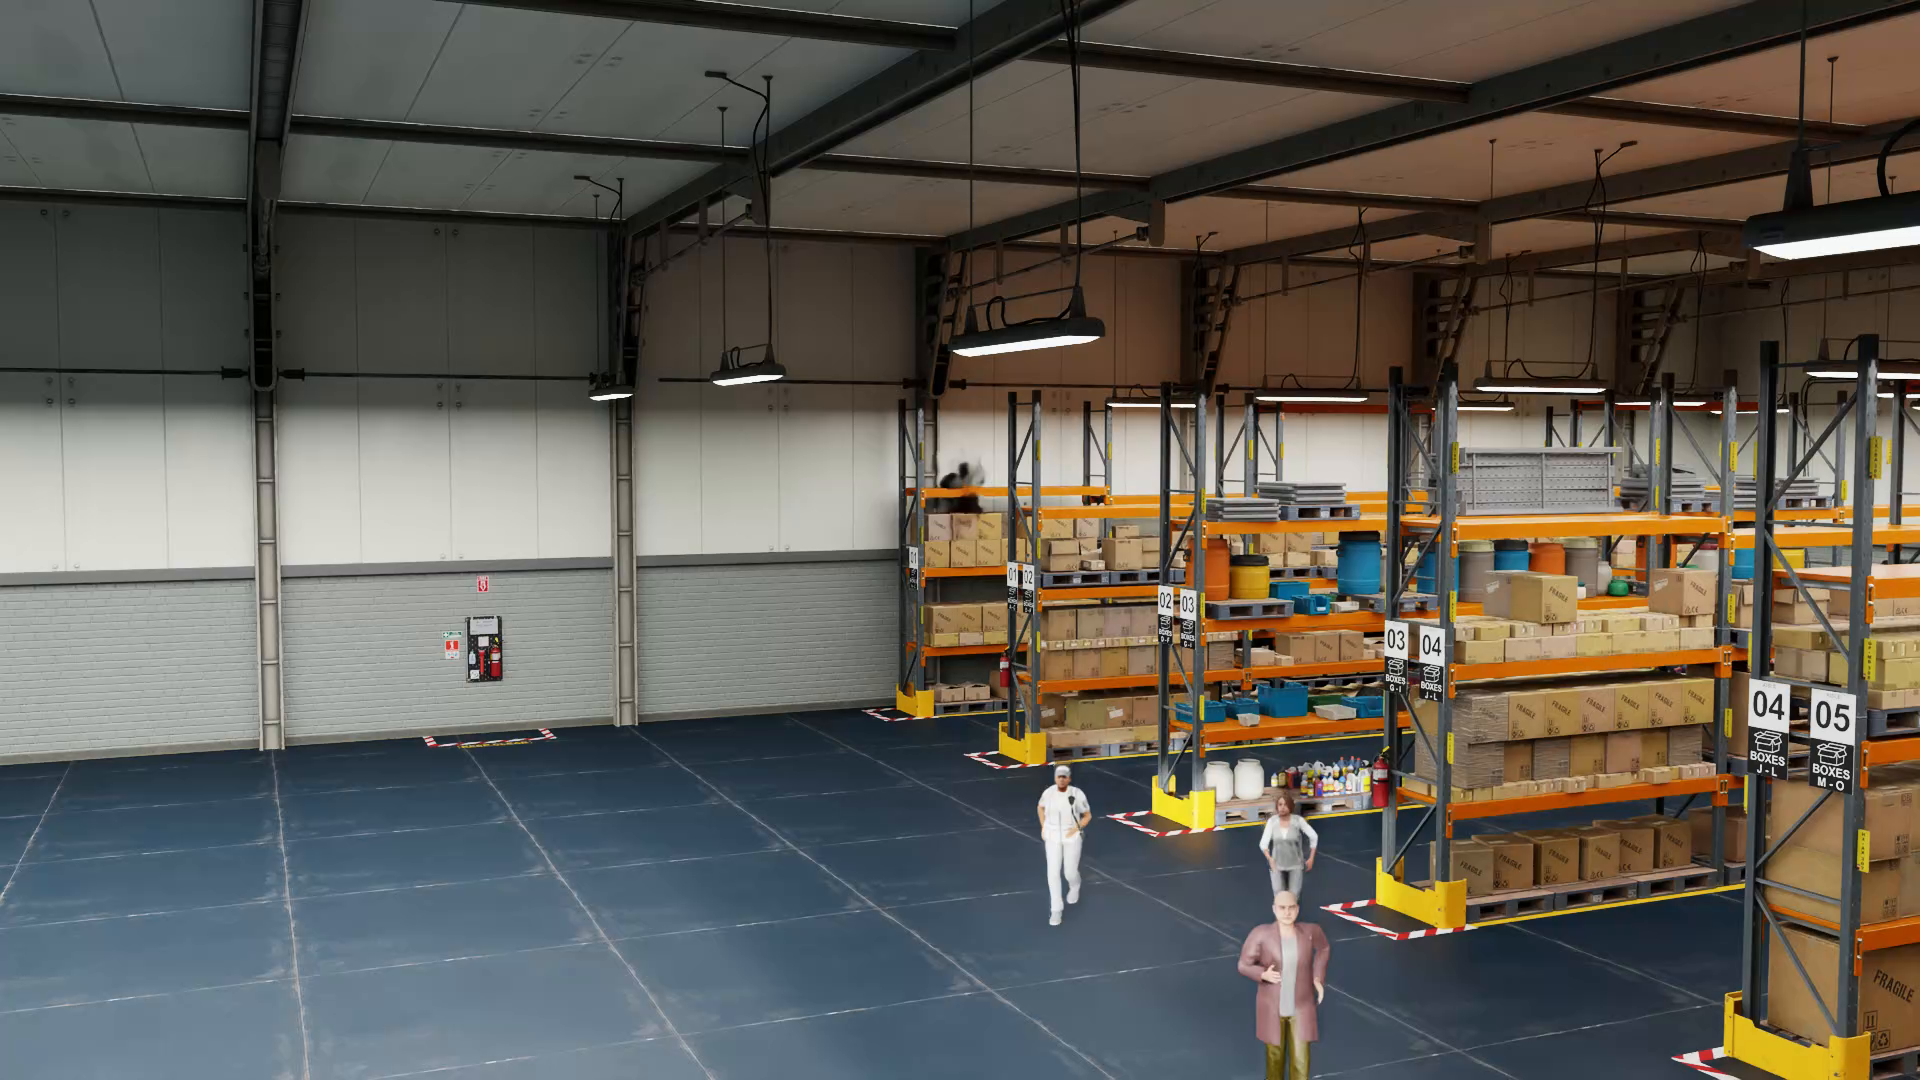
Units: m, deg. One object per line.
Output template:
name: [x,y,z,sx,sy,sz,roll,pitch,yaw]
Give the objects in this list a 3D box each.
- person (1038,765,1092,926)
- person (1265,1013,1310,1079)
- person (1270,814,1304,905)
person: [1.130,3.273,18.134,0.611,1.666,0.868,1,3,11]
person: [2.444,3.803,12.494,0.380,0.984,0.815,0,3,8]
person: [3.383,3.493,17.193,0.346,1.352,0.509,1,3,17]
